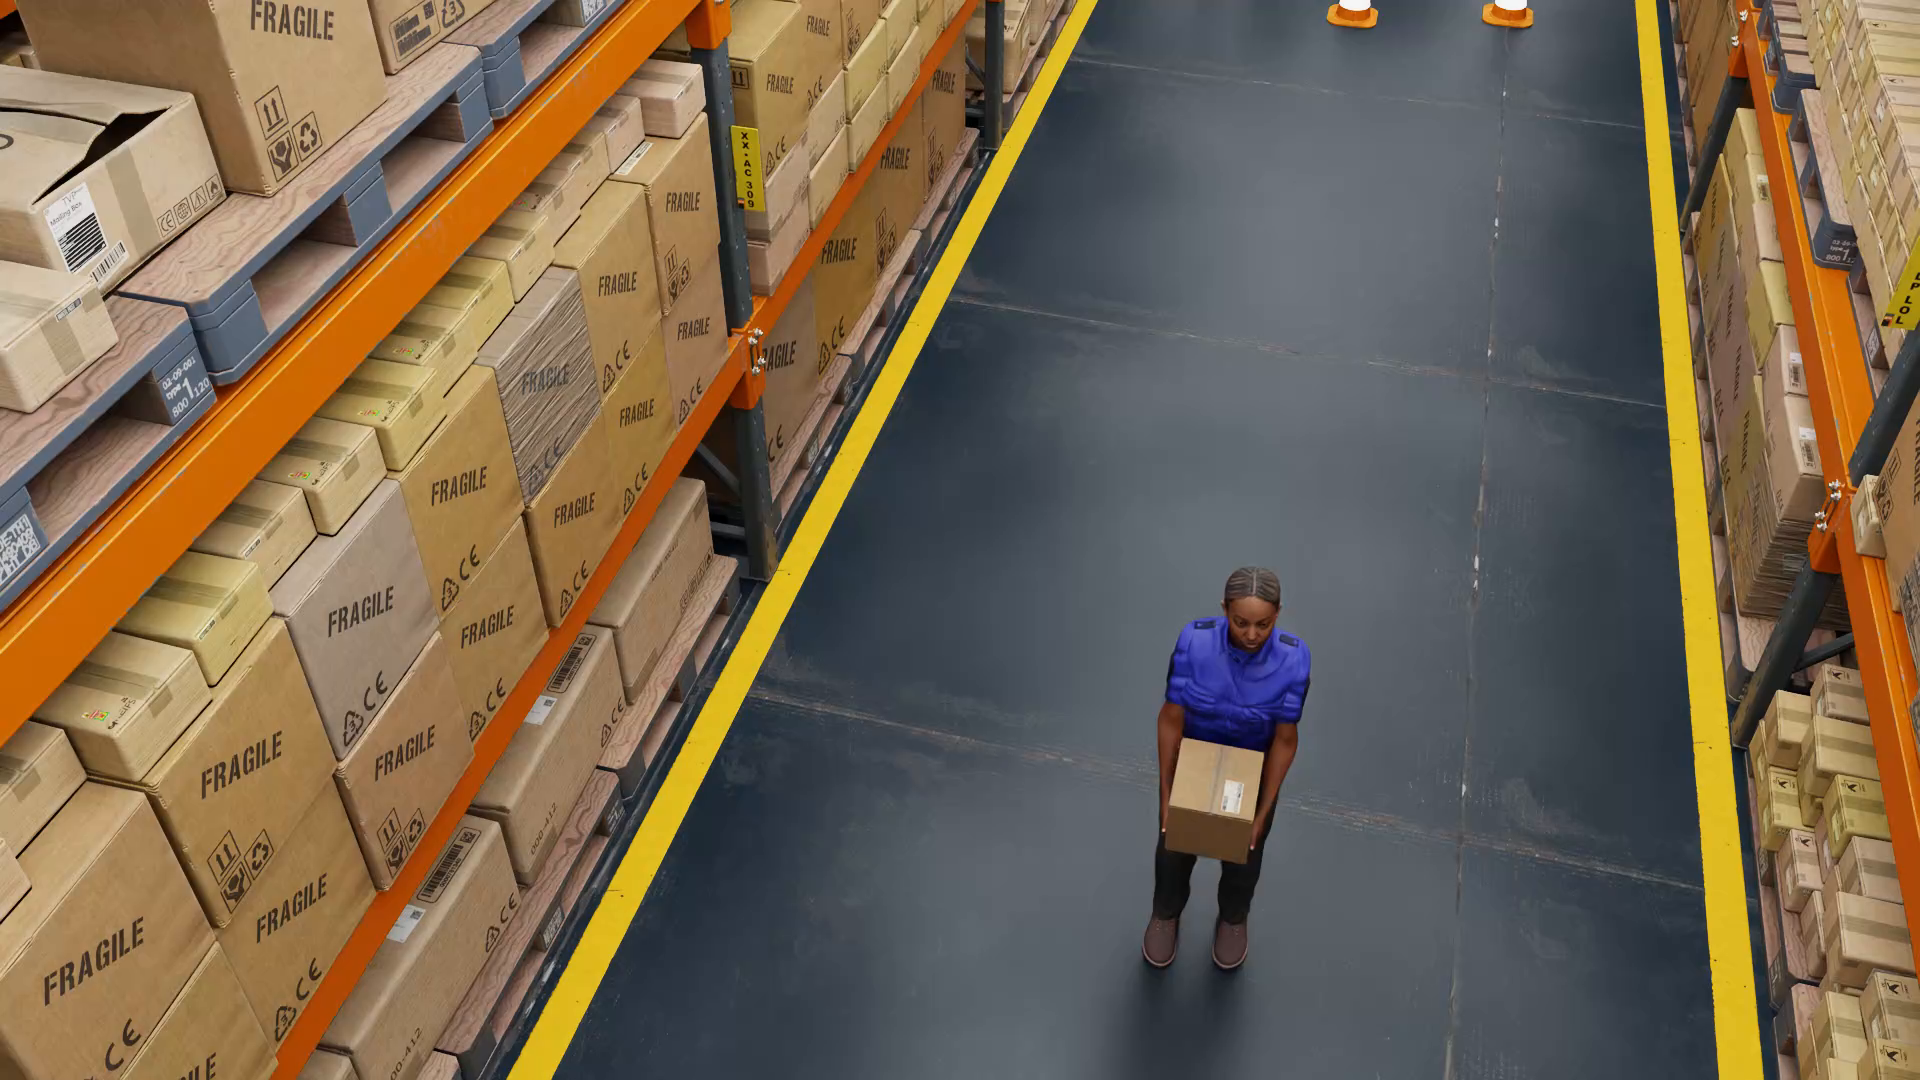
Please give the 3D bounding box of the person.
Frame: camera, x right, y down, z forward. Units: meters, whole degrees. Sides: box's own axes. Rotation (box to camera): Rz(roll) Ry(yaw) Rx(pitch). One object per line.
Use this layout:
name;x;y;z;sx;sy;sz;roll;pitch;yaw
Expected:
person;0.820;0.792;5.268;0.435;1.657;0.504;10;42;11
